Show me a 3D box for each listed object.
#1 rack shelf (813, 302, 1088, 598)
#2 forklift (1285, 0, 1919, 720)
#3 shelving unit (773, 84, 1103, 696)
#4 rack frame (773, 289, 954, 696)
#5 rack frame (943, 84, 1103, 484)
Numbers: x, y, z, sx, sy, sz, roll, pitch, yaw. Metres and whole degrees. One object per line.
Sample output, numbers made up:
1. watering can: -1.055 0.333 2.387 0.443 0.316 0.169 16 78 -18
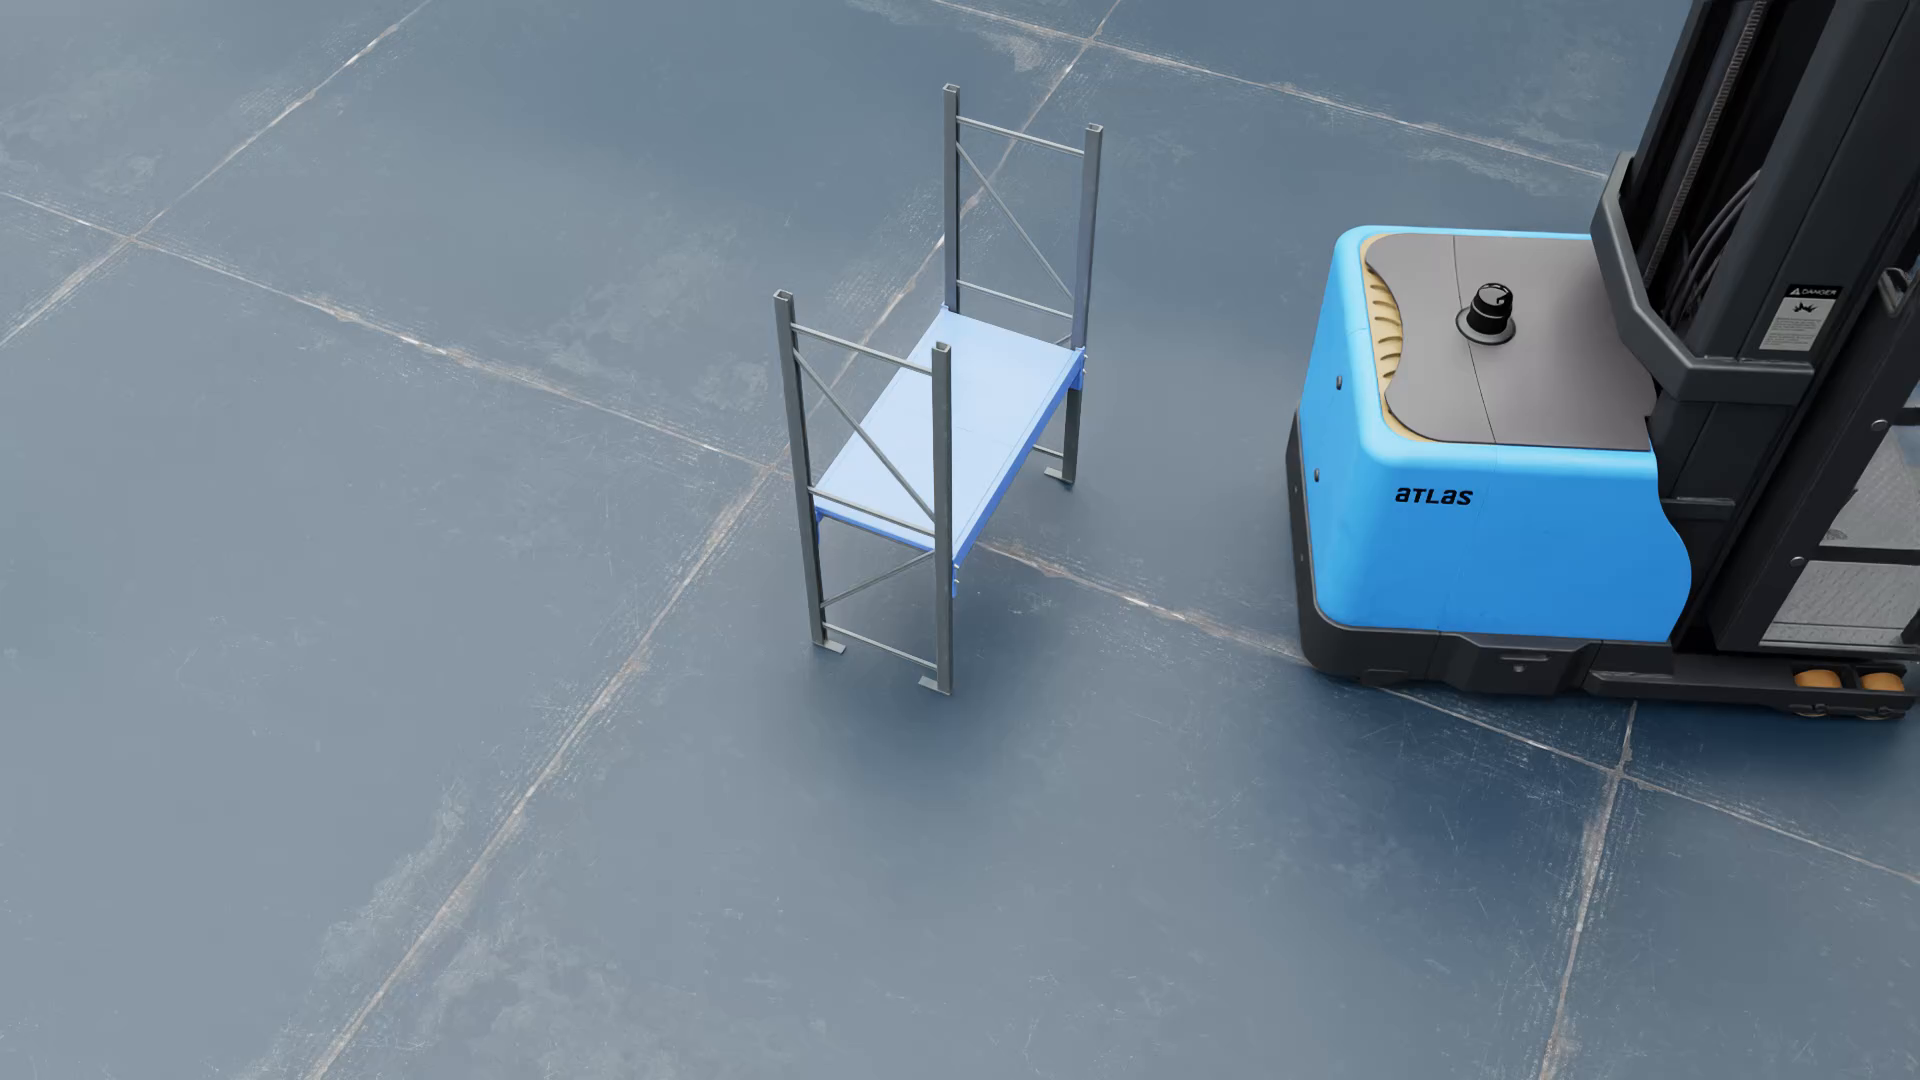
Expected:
1. rack shelf: -0.036 -0.311 5.266 0.538 0.185 1.000 20 52 16
2. forklift: 2.640 -0.802 4.508 3.031 2.935 1.130 3 50 2
3. shelving unit: -0.036 -0.427 5.129 0.538 1.500 1.048 20 52 16
4. rack frame: -0.254 -0.077 4.831 0.500 1.500 0.032 20 52 16
5. rack frame: 0.181 -0.777 5.427 0.500 1.500 0.032 20 52 16
